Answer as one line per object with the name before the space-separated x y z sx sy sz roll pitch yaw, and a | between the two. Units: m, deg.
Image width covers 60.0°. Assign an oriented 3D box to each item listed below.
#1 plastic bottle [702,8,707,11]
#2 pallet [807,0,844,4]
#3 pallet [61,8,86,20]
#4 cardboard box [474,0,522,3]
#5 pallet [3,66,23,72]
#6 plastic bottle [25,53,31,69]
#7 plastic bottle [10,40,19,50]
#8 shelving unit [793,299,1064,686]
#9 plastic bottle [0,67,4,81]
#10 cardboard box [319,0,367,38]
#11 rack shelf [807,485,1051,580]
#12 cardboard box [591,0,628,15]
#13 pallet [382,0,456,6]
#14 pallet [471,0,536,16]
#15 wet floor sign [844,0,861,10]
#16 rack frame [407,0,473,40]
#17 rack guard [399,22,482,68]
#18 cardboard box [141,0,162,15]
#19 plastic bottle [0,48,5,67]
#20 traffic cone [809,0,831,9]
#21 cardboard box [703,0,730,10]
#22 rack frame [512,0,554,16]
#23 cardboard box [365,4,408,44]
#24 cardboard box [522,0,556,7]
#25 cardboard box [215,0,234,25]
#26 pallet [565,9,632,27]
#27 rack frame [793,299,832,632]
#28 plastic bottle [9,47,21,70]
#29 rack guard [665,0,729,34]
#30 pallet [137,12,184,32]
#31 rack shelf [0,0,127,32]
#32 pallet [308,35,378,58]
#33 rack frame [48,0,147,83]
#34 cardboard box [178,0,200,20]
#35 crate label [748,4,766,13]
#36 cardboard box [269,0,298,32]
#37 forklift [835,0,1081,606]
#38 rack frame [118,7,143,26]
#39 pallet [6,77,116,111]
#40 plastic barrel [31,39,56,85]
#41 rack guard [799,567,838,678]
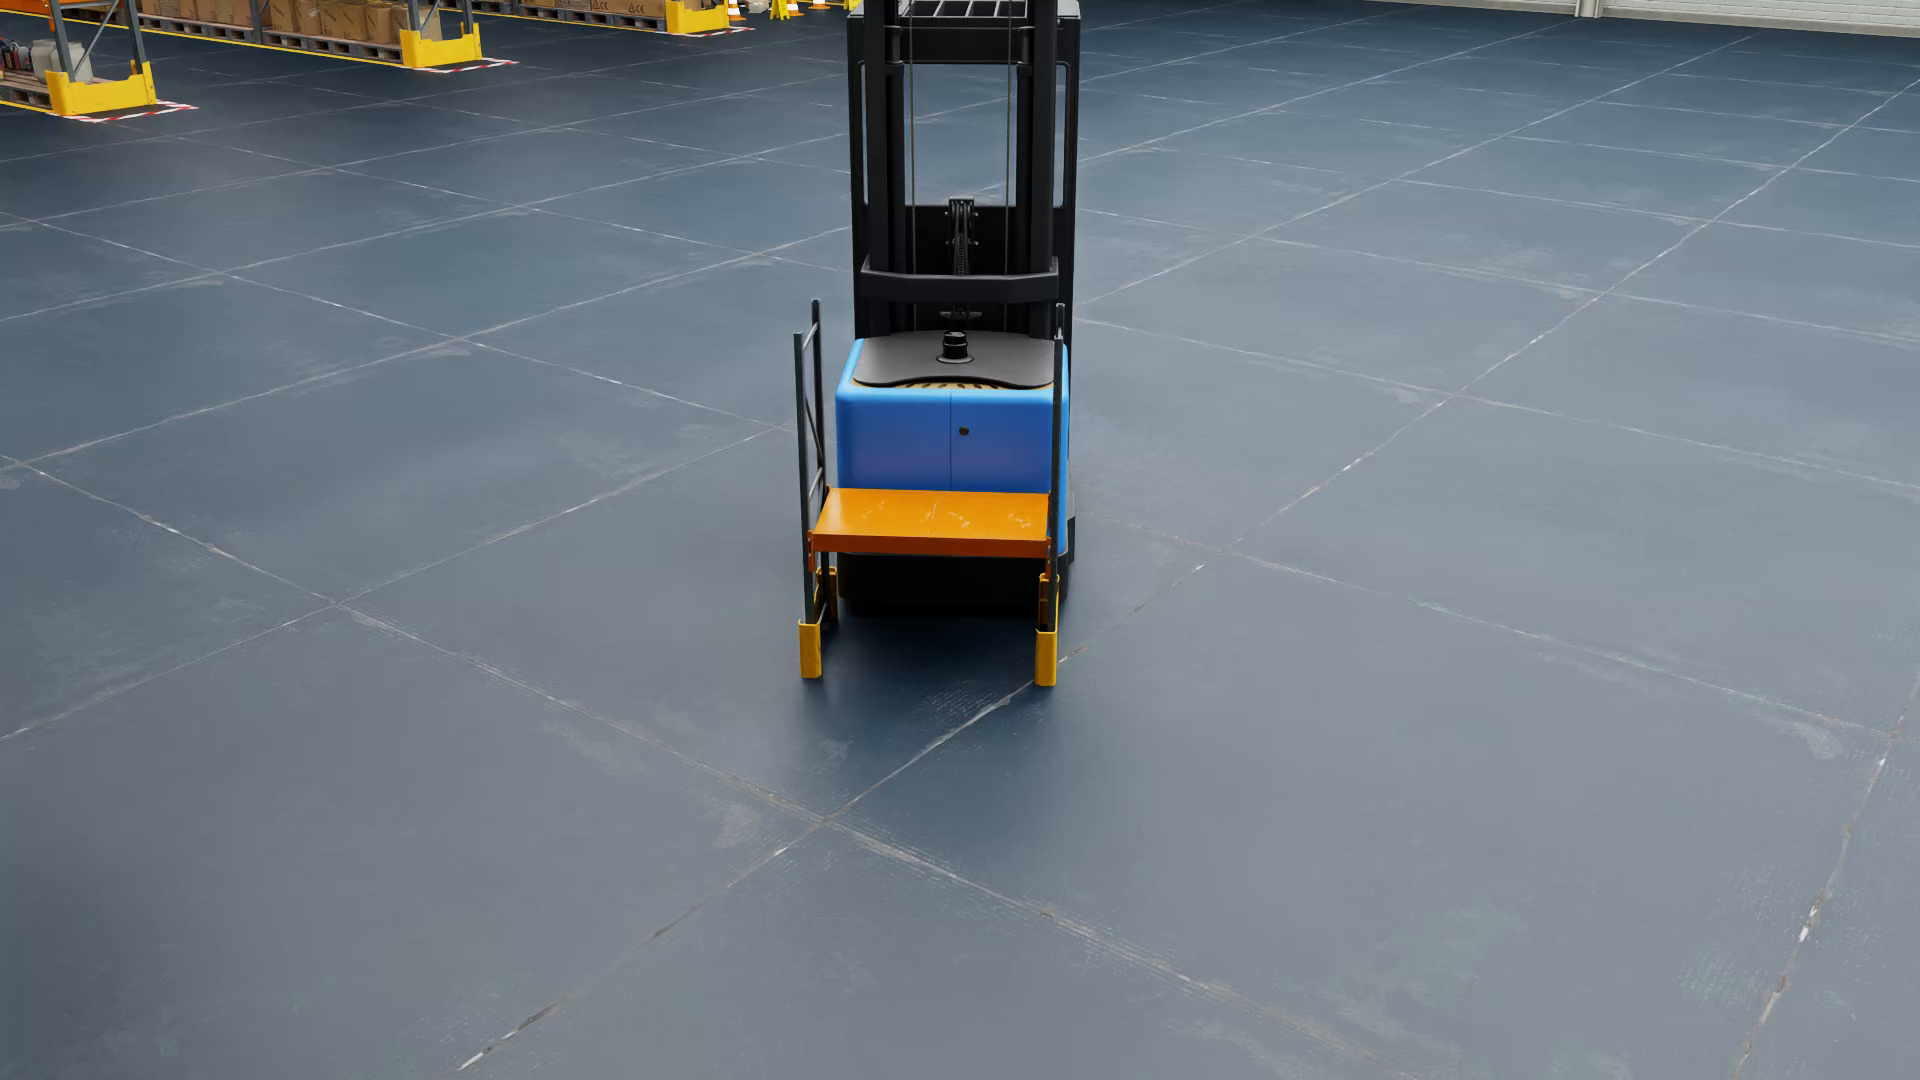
plastic bottle | -4.703 -9.535 29.939 0.283 0.061 0.133 7 25 15
pallet | -2.154 -10.408 31.732 1.213 0.211 1.003 17 29 33
pallet | -15.367 -9.429 29.511 1.213 0.211 1.003 17 29 33
cardboard box | -8.103 -10.087 29.816 0.750 0.750 1.050 17 29 33
pallet | -13.066 -6.177 22.132 1.213 0.211 1.003 17 29 33
plastic bottle | -12.240 -6.303 21.882 0.097 0.201 0.097 0 24 0
plastic bottle | -12.478 -6.431 21.989 0.185 0.351 0.144 17 29 33
shelving unit | -0.119 -0.205 6.978 1.083 1.500 0.587 2 24 4
plastic bottle | -12.110 -5.885 20.936 0.097 0.201 0.097 0 24 0
cardboard box | -9.305 -7.905 25.174 0.500 0.500 0.500 14 27 29
rack shelf | -0.109 -0.040 7.050 1.000 0.185 0.538 2 24 4
cardboard box | -5.639 -9.411 28.125 0.875 0.875 0.875 16 29 32
pallet | -10.168 -10.279 31.442 1.213 0.211 1.003 17 29 33
pallet | -8.215 -9.689 30.102 1.213 0.211 1.003 17 29 33
wet floor sign | -1.954 -9.989 30.244 0.267 0.644 0.232 -15 28 -30
rack frame | -7.407 -8.260 23.400 0.127 3.000 1.000 17 29 33
rack guard | -7.468 -7.135 23.946 0.348 0.500 1.175 17 29 33
cardboard box | -13.261 -9.096 27.853 0.500 0.500 0.700 15 28 31
plastic bottle | -12.806 -6.421 22.059 0.135 0.276 0.152 17 29 33
traffic cone | -2.582 -9.984 30.460 0.334 0.463 0.336 17 29 33
cardboard box | -4.388 -9.923 30.270 0.637 0.503 0.797 -1 24 -3
rack frame | -7.553 -10.803 29.172 0.127 3.000 1.000 17 29 33
cardboard box | -8.396 -7.598 24.477 0.500 0.500 0.500 -17 29 -34
cardboard box | -7.091 -9.848 29.119 0.875 0.875 0.875 17 29 34
cardboard box | -11.457 -8.562 26.639 0.500 0.500 0.700 17 29 33
pallet | -6.011 -9.023 28.590 1.213 0.211 1.003 17 29 33
rack frame | -0.616 -0.219 7.011 0.032 1.500 0.500 2 24 4
plastic bottle | -12.414 -6.325 21.832 0.133 0.283 0.061 17 29 33
rack guard | -4.333 -8.686 27.467 0.348 0.500 1.175 17 29 33
pallet | -13.185 -8.729 27.923 1.213 0.211 1.003 17 29 33
rack shelf | -11.978 -6.816 21.016 4.000 0.370 1.077 17 29 33
pallet | -9.069 -7.505 25.146 1.213 0.211 1.003 17 29 33
rack frame | -10.378 -6.662 19.773 0.127 3.000 1.000 17 29 33
cardboard box | -12.351 -8.832 27.252 0.500 0.500 0.700 20 31 38
crate label | -3.642 -9.565 29.912 0.298 0.136 0.250 3 24 6
cardboard box | -10.312 -8.166 25.766 0.500 0.500 0.500 16 28 32
forklift | 0.029 -1.594 8.355 1.130 2.935 3.031 1 24 2
rack frame | -13.809 -10.195 27.791 0.127 3.000 1.000 17 29 33
pallet | -11.114 -5.587 20.792 1.213 0.211 1.003 17 29 33
plastic barrel | -11.351 -5.971 20.770 0.421 0.512 0.421 0 24 0
rack guard | -0.615 0.353 7.263 0.087 0.250 0.587 2 24 4
